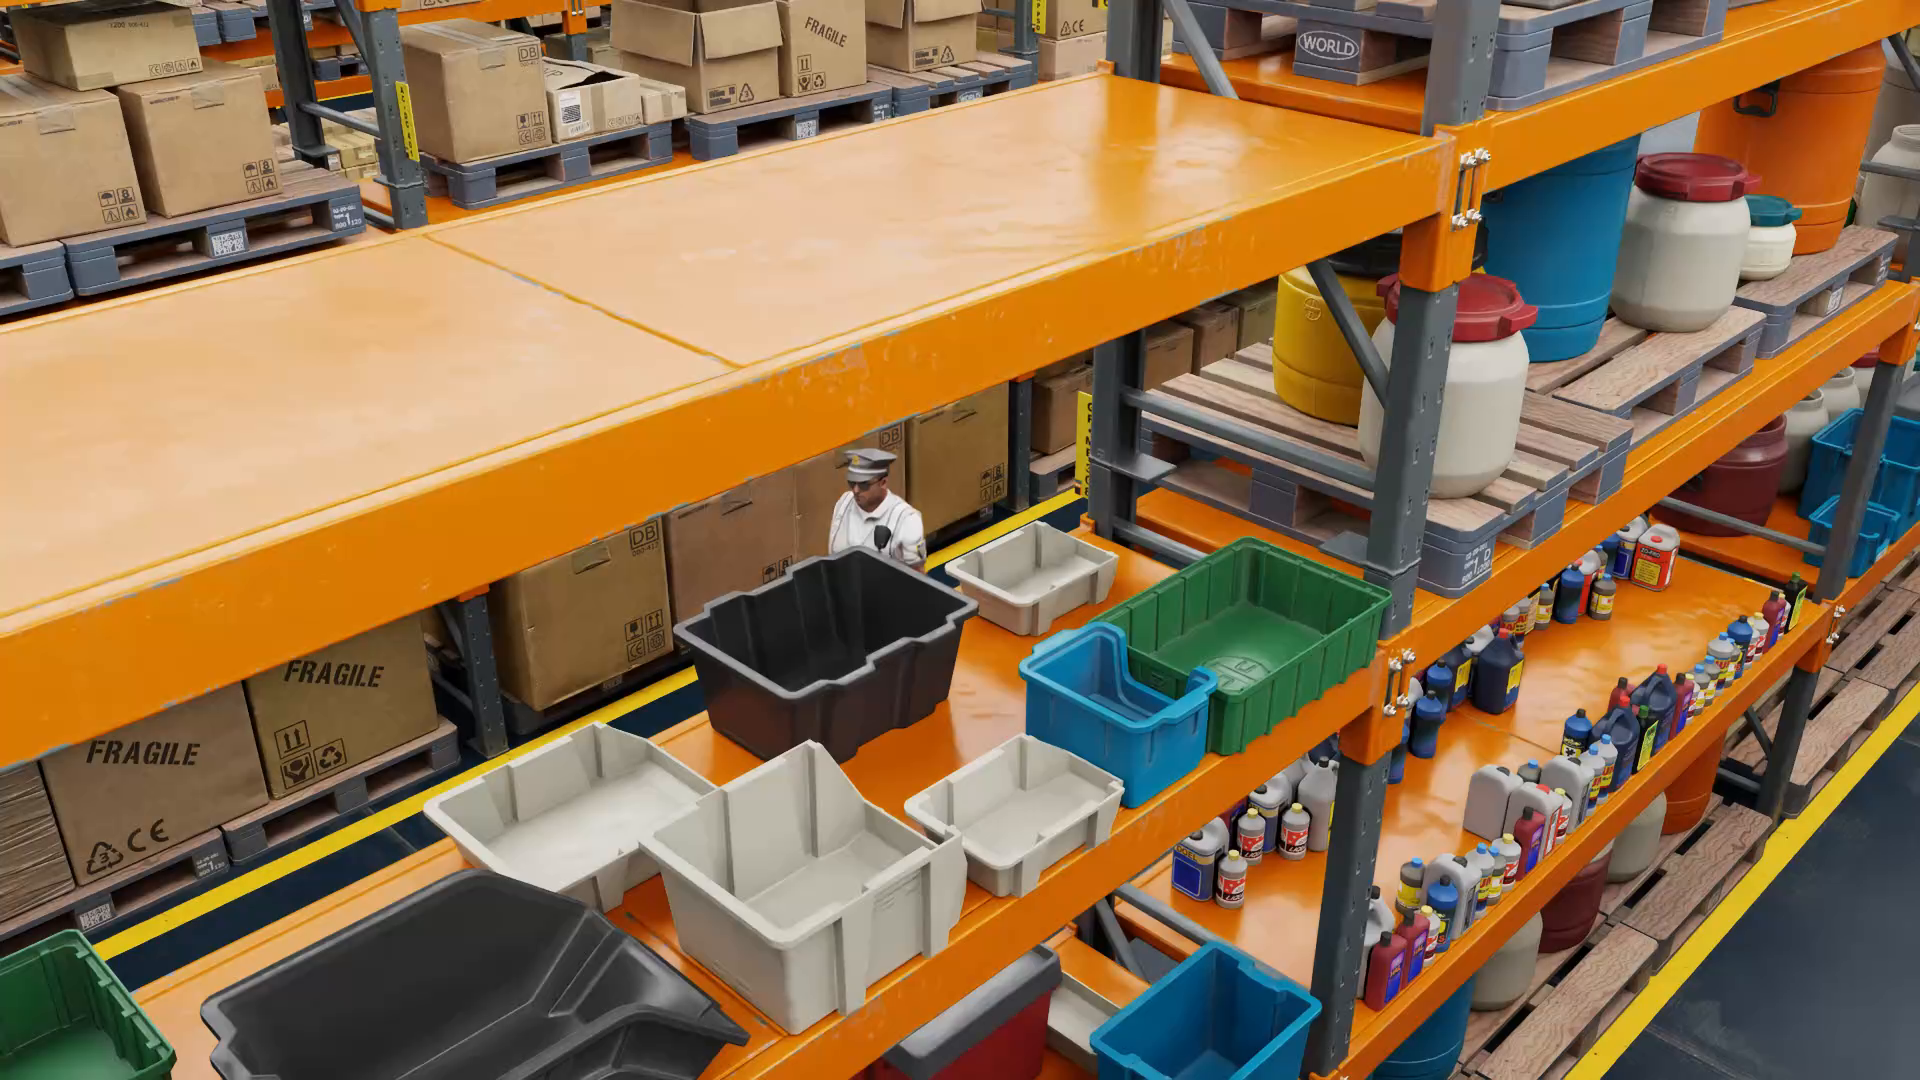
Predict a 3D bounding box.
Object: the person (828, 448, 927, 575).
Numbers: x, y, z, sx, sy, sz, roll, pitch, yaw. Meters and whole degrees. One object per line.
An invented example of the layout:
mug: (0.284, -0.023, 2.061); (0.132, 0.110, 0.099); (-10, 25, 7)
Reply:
person: (-0.465, 0.385, 8.159); (0.548, 1.759, 0.697); (17, 32, 29)
